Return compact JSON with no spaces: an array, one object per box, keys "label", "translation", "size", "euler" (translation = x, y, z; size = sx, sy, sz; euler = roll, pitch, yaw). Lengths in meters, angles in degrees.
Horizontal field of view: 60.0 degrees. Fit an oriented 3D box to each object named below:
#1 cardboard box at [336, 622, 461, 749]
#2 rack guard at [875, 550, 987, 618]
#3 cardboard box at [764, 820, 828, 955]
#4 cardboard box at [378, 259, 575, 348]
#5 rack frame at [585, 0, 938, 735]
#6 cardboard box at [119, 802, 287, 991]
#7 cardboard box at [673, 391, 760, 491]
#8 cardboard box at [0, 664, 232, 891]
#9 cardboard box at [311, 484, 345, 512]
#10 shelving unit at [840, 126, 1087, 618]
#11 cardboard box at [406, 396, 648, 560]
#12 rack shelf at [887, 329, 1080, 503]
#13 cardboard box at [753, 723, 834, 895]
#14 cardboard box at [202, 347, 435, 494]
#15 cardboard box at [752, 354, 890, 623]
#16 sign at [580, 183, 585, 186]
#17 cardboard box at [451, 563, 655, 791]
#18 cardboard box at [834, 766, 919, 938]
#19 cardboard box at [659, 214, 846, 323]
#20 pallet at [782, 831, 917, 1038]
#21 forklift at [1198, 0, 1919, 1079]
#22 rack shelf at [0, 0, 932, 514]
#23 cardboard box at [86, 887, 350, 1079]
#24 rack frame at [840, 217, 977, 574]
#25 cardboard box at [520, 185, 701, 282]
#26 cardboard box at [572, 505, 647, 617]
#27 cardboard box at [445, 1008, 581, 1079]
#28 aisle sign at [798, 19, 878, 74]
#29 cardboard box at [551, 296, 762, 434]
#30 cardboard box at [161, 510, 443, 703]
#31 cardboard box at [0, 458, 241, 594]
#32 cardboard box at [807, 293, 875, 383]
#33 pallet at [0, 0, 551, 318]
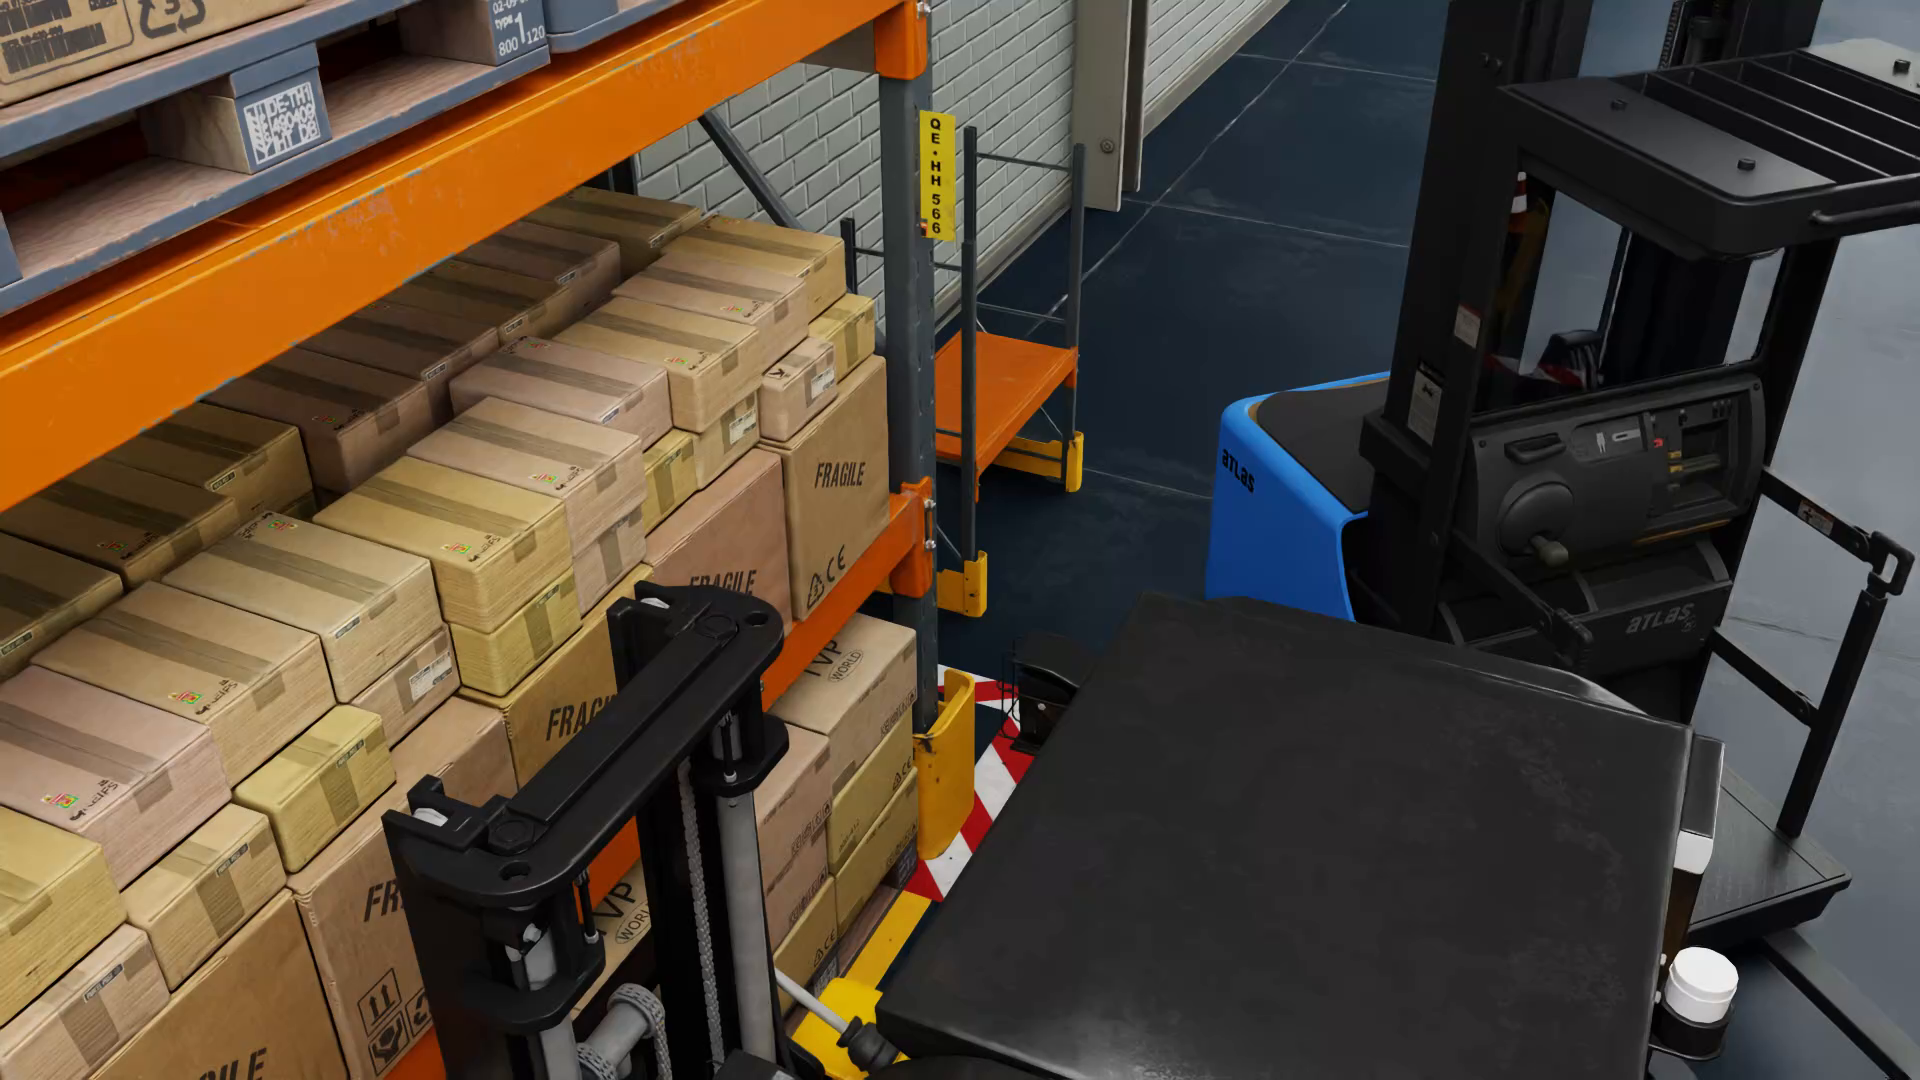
[{"label":"cardboard box","translation":[-1.136,0.227,2.986],"size":[0.380,0.149,0.250],"euler":[14,36,20]},{"label":"rack guard","translation":[-0.176,0.106,6.361],"size":[0.587,0.250,0.087],"euler":[14,36,20]},{"label":"cardboard box","translation":[-0.684,0.881,4.339],"size":[0.500,0.250,0.500],"euler":[14,36,20]},{"label":"cardboard box","translation":[-1.117,-0.507,3.834],"size":[0.380,0.149,0.250],"euler":[15,36,21]},{"label":"rack frame","translation":[-0.545,-0.445,4.693],"size":[1.000,3.000,0.127],"euler":[14,36,20]},{"label":"cardboard box","translation":[-1.285,0.505,2.562],"size":[0.380,0.149,0.250],"euler":[13,35,19]},{"label":"cardboard box","translation":[-0.680,-0.272,3.747],"size":[0.380,0.149,0.250],"euler":[15,36,21]},{"label":"cardboard box","translation":[-1.349,0.359,2.513],"size":[0.380,0.149,0.250],"euler":[14,36,20]},{"label":"cardboard box","translation":[-1.416,-0.159,3.575],"size":[0.380,0.149,0.250],"euler":[15,36,21]},{"label":"shelving unit","translation":[0.032,-0.665,6.397],"size":[0.587,1.500,1.083],"euler":[14,36,20]},{"label":"cardboard box","translation":[-0.843,-0.127,3.255],"size":[0.380,0.149,0.250],"euler":[15,36,22]},{"label":"rack shelf","translation":[0.036,-0.519,6.502],"size":[0.538,0.185,1.000],"euler":[14,36,20]},{"label":"cardboard box","translation":[-0.663,0.667,4.209],"size":[0.500,0.250,0.500],"euler":[15,36,21]},{"label":"cardboard box","translation":[-1.322,-0.250,3.442],"size":[0.380,0.149,0.250],"euler":[15,36,22]},{"label":"cardboard box","translation":[-0.512,-0.182,4.200],"size":[0.500,0.500,0.500],"euler":[13,36,19]},{"label":"sign","translation":[-1.047,-0.971,4.633],"size":[0.100,0.325,0.005],"euler":[14,36,20]},{"label":"cardboard box","translation":[-0.952,0.330,3.420],"size":[0.500,0.500,0.500],"euler":[13,36,20]},{"label":"cardboard box","translation":[-0.455,0.836,4.865],"size":[0.500,0.250,0.500],"euler":[14,36,21]},{"label":"cardboard box","translation":[-0.504,-0.656,4.061],"size":[0.380,0.149,0.250],"euler":[14,36,21]},{"label":"pallet","translation":[-0.827,1.111,4.862],"size":[1.003,0.211,1.213],"euler":[14,36,20]},{"label":"forklift","translation":[1.836,-0.122,4.263],"size":[1.130,2.935,3.031],"euler":[-12,35,-17]},{"label":"rack shelf","translation":[-1.382,-0.403,2.549],"size":[1.077,0.370,4.000],"euler":[14,36,20]},{"label":"cardboard box","translation":[-1.382,0.828,2.660],"size":[0.500,0.500,0.500],"euler":[14,36,20]},{"label":"rack frame","translation":[-0.177,-0.416,6.017],"size":[0.500,1.500,0.032],"euler":[14,36,20]},{"label":"cardboard box","translation":[-0.880,-0.764,4.226],"size":[0.380,0.149,0.250],"euler":[13,36,20]},{"label":"cardboard box","translation":[-0.863,-0.007,3.343],"size":[0.380,0.149,0.250],"euler":[13,35,19]},{"label":"cardboard box","translation":[-1.084,1.172,3.440],"size":[0.500,0.250,0.500],"euler":[13,36,20]},{"label":"aisle sign","translation":[-0.251,-1.498,3.928],"size":[0.394,0.787,0.004],"euler":[14,36,20]},{"label":"cardboard box","translation":[-0.663,-0.389,3.654],"size":[0.380,0.149,0.250],"euler":[15,36,22]},{"label":"cardboard box","translation":[-1.140,0.109,2.894],"size":[0.380,0.149,0.250],"euler":[15,36,21]},{"label":"cardboard box","translation":[-1.553,-0.001,3.061],"size":[0.380,0.149,0.250],"euler":[14,36,21]},{"label":"cardboard box","translation":[-0.436,-0.521,4.127],"size":[0.380,0.149,0.250],"euler":[15,36,21]},{"label":"pallet","translation":[-1.374,-0.707,2.437],"size":[1.003,0.211,1.213],"euler":[14,36,20]}]
